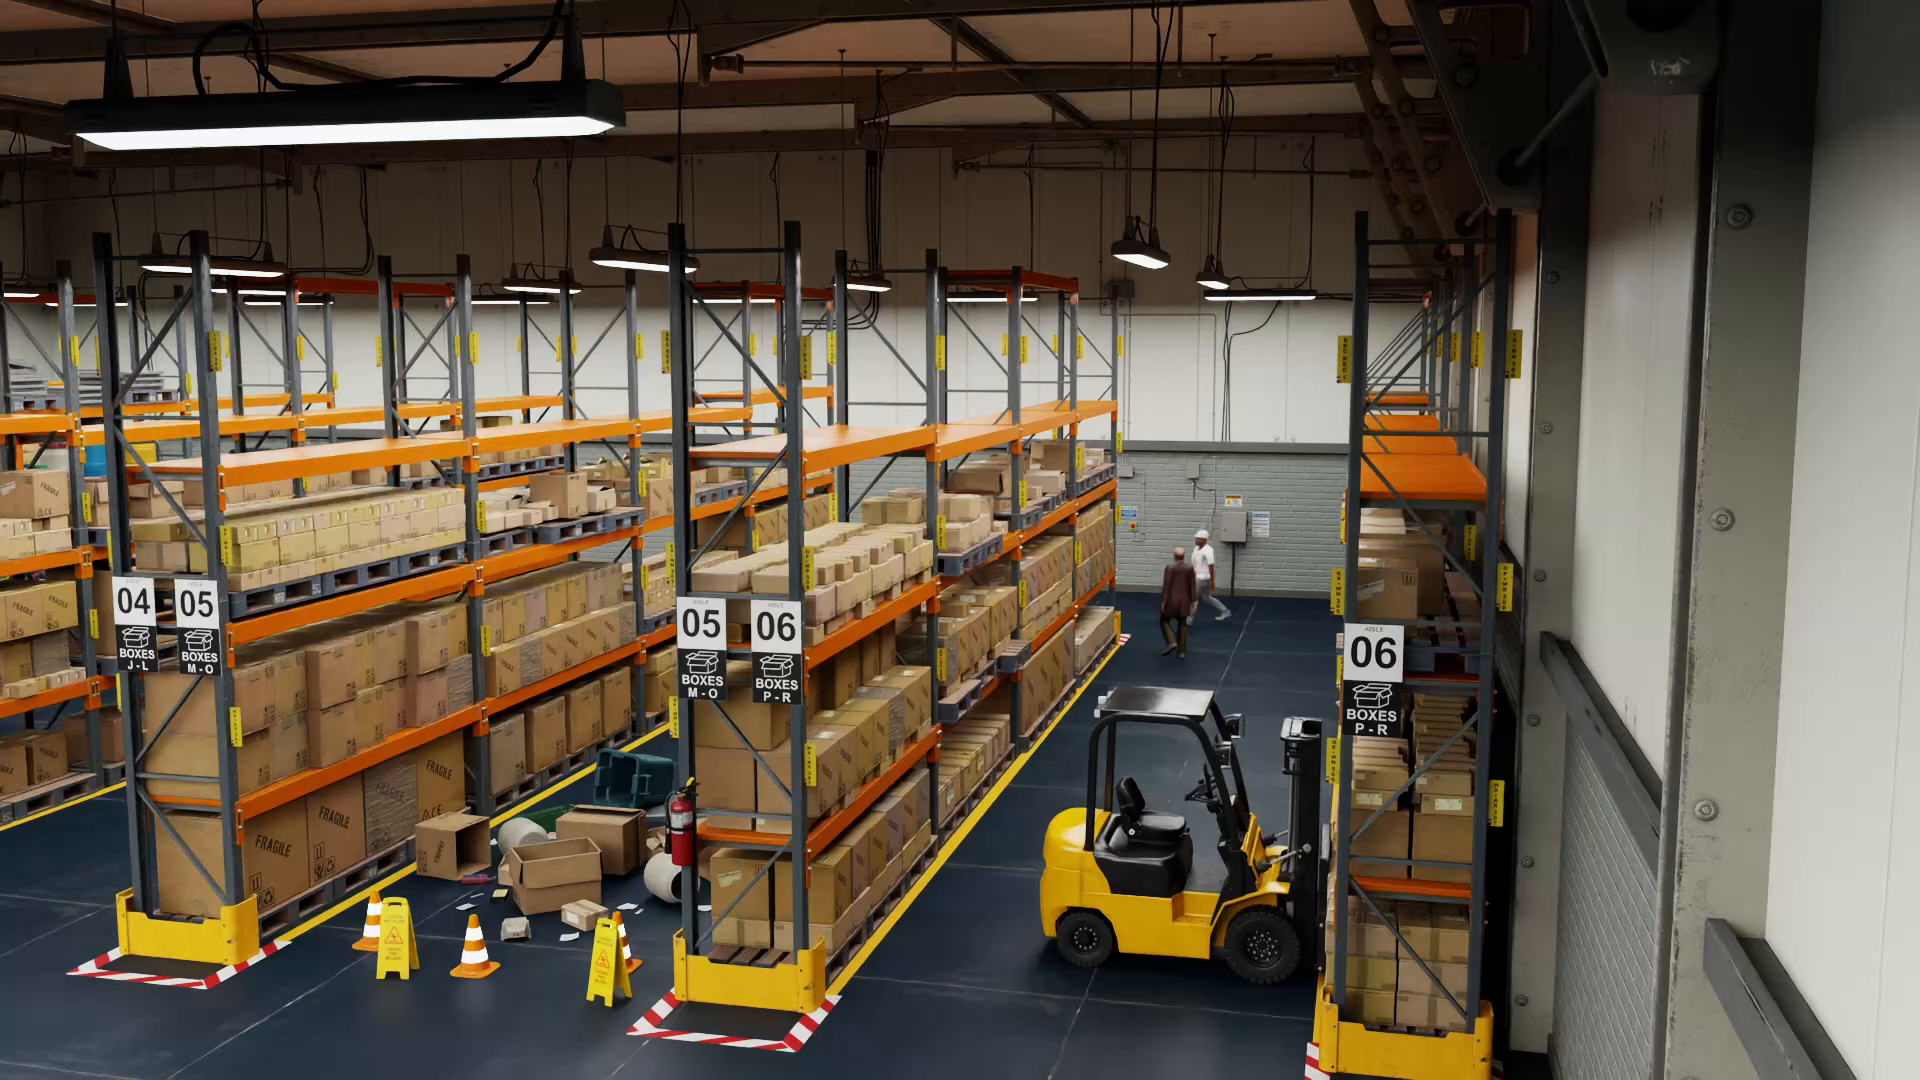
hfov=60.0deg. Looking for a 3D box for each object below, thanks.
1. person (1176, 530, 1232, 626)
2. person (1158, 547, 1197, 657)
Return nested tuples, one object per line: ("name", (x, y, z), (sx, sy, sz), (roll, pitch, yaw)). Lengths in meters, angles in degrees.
("person", (4.382, 0.672, 29.819), (0.997, 1.733, 0.527), (1, 7, 5))
("person", (3.532, 1.057, 26.883), (0.638, 1.676, 0.533), (-2, 7, -16))
